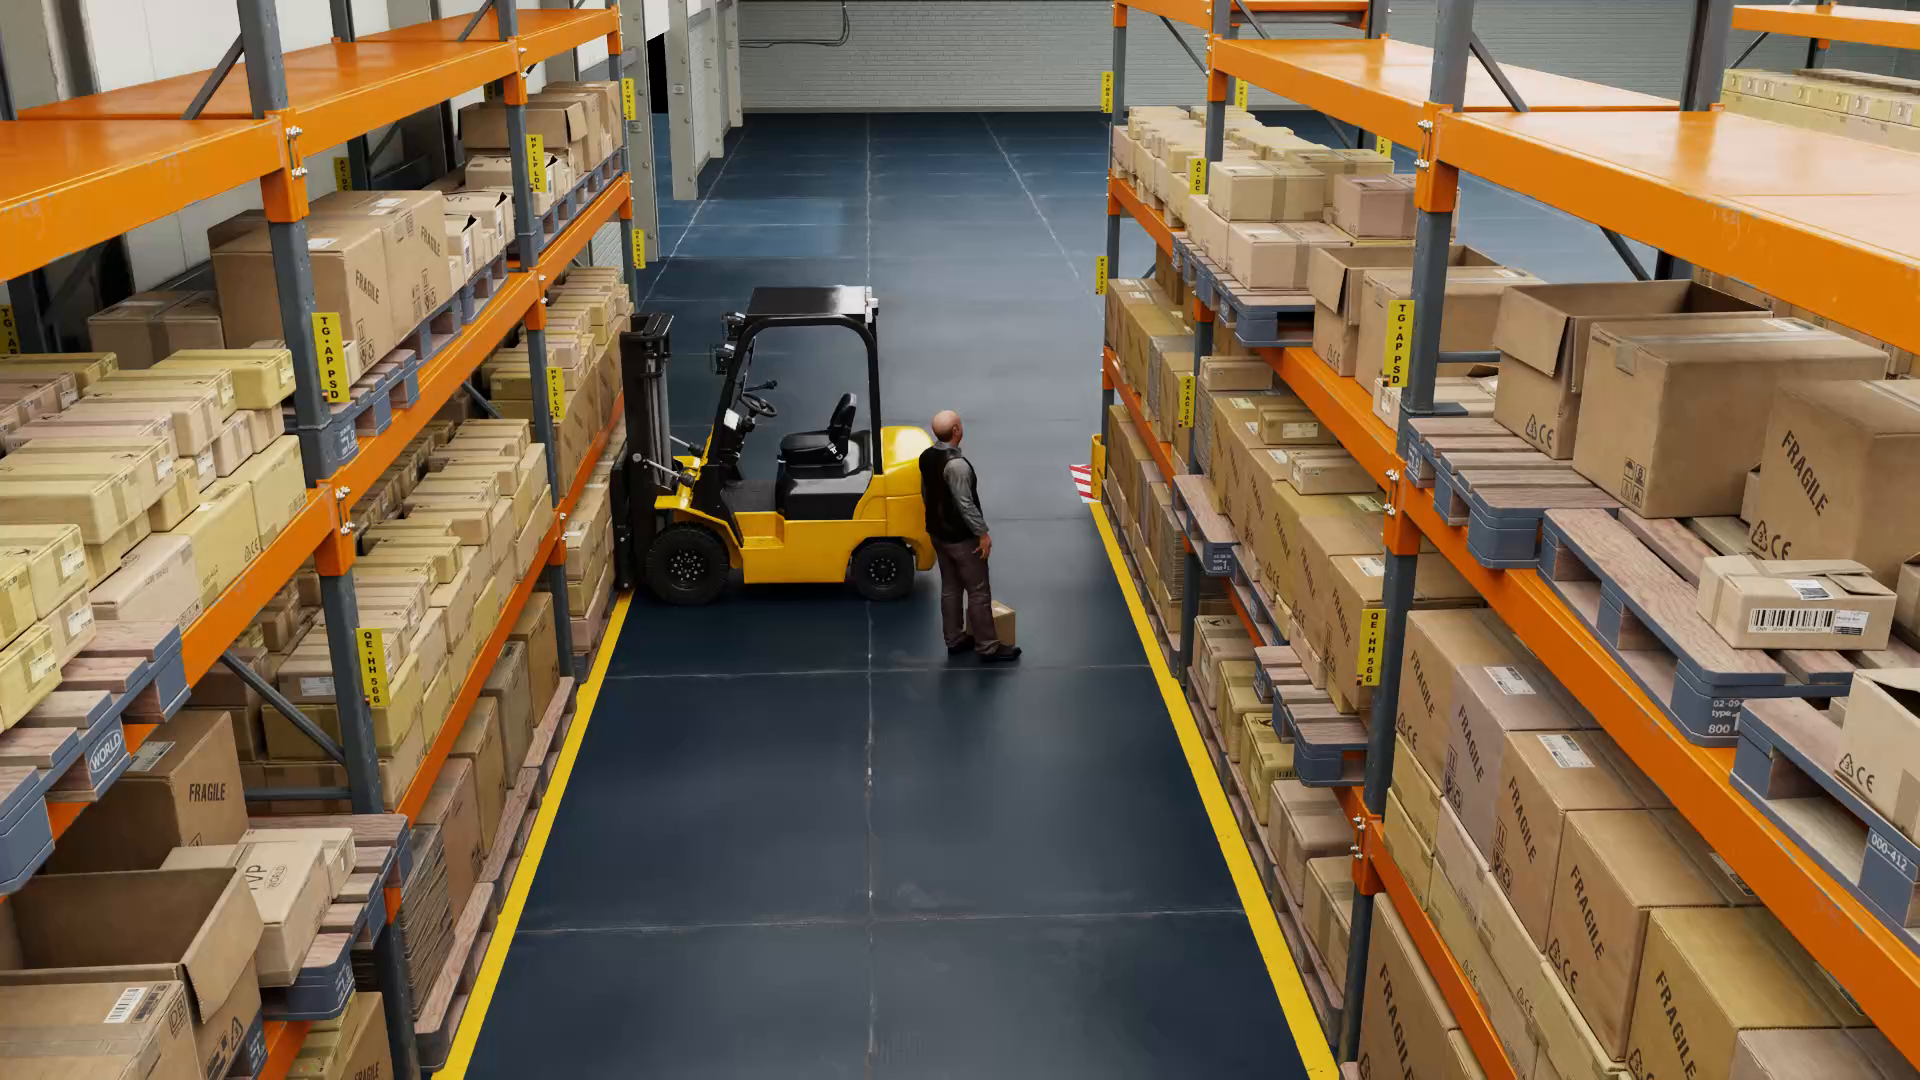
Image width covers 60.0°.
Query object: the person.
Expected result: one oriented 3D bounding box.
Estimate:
[{"bbox_3d":[0.038,-0.046,11.212,0.568,1.720,0.631,-12,24,-30],"label":"person"}]
